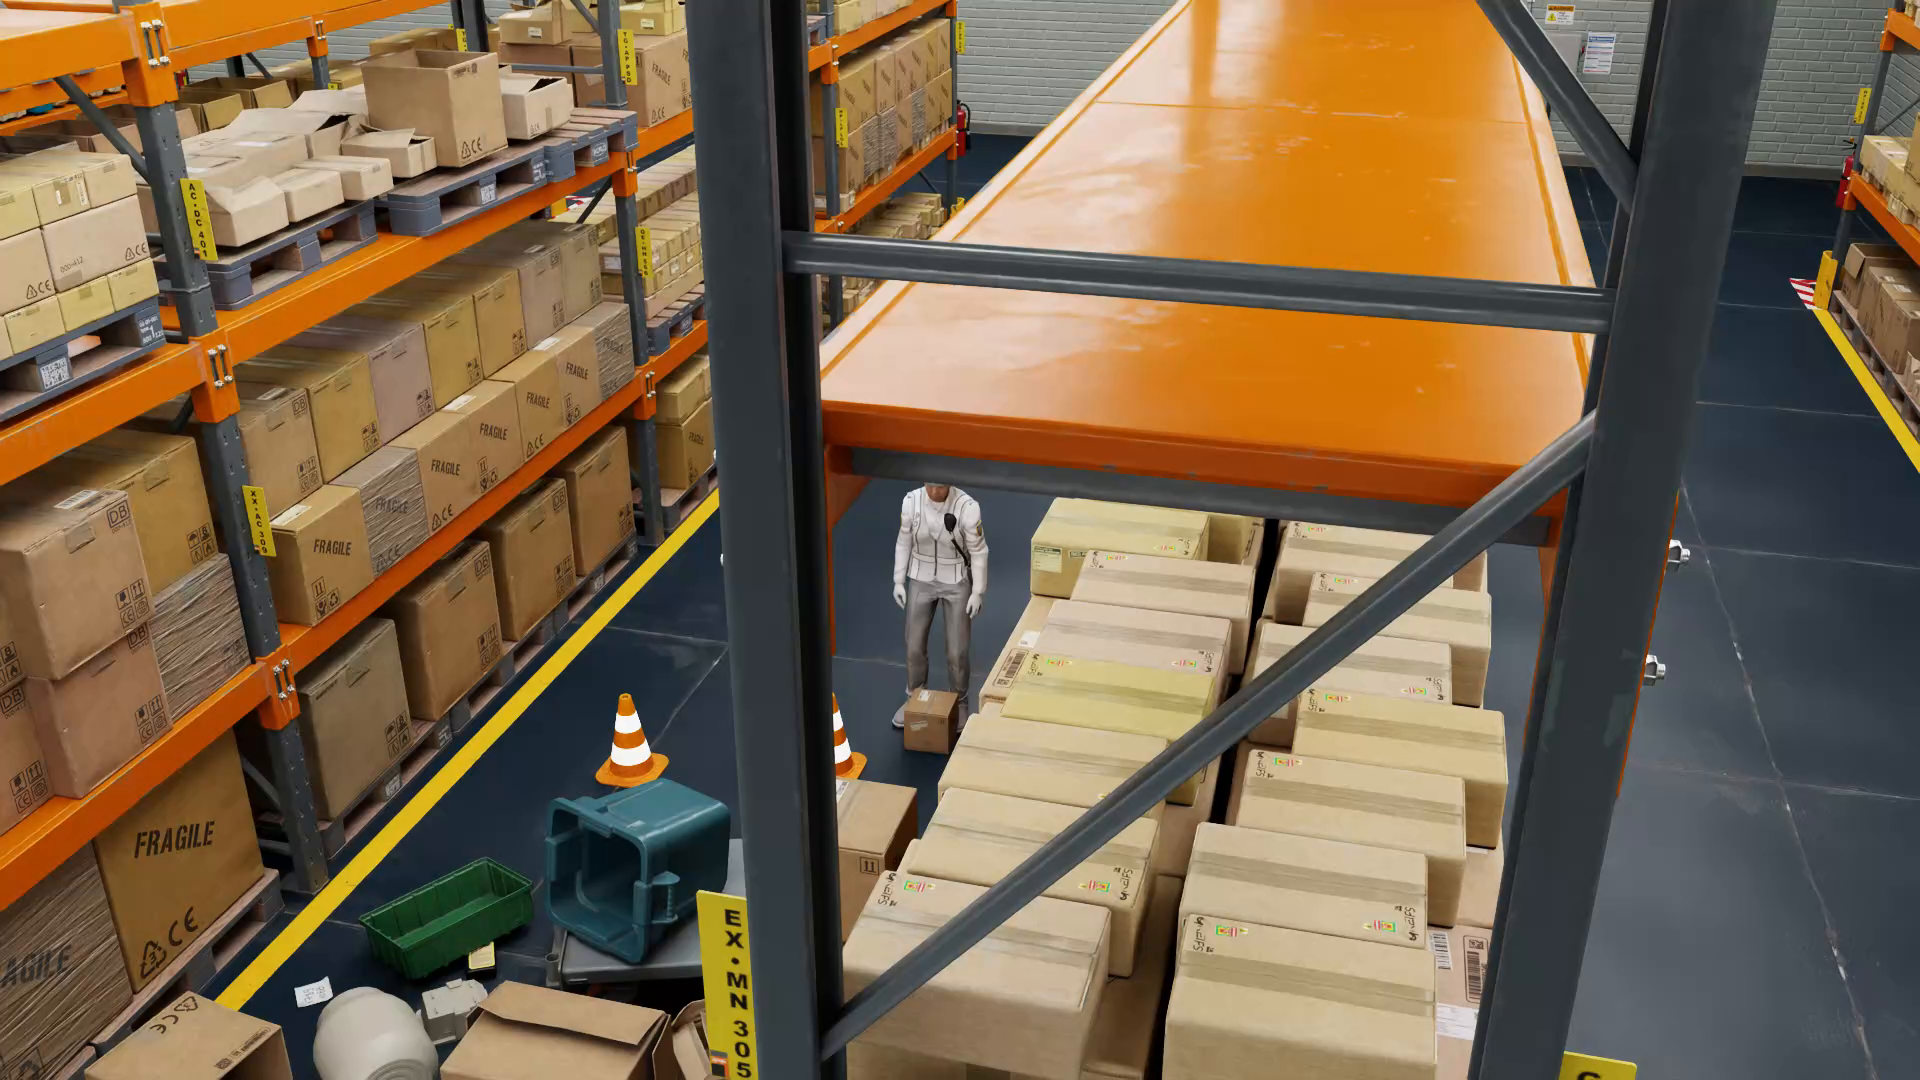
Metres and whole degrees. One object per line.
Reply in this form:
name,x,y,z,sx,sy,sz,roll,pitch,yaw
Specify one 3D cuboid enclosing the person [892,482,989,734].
person,-0.110,0.266,9.135,0.531,1.663,0.371,5,26,11
